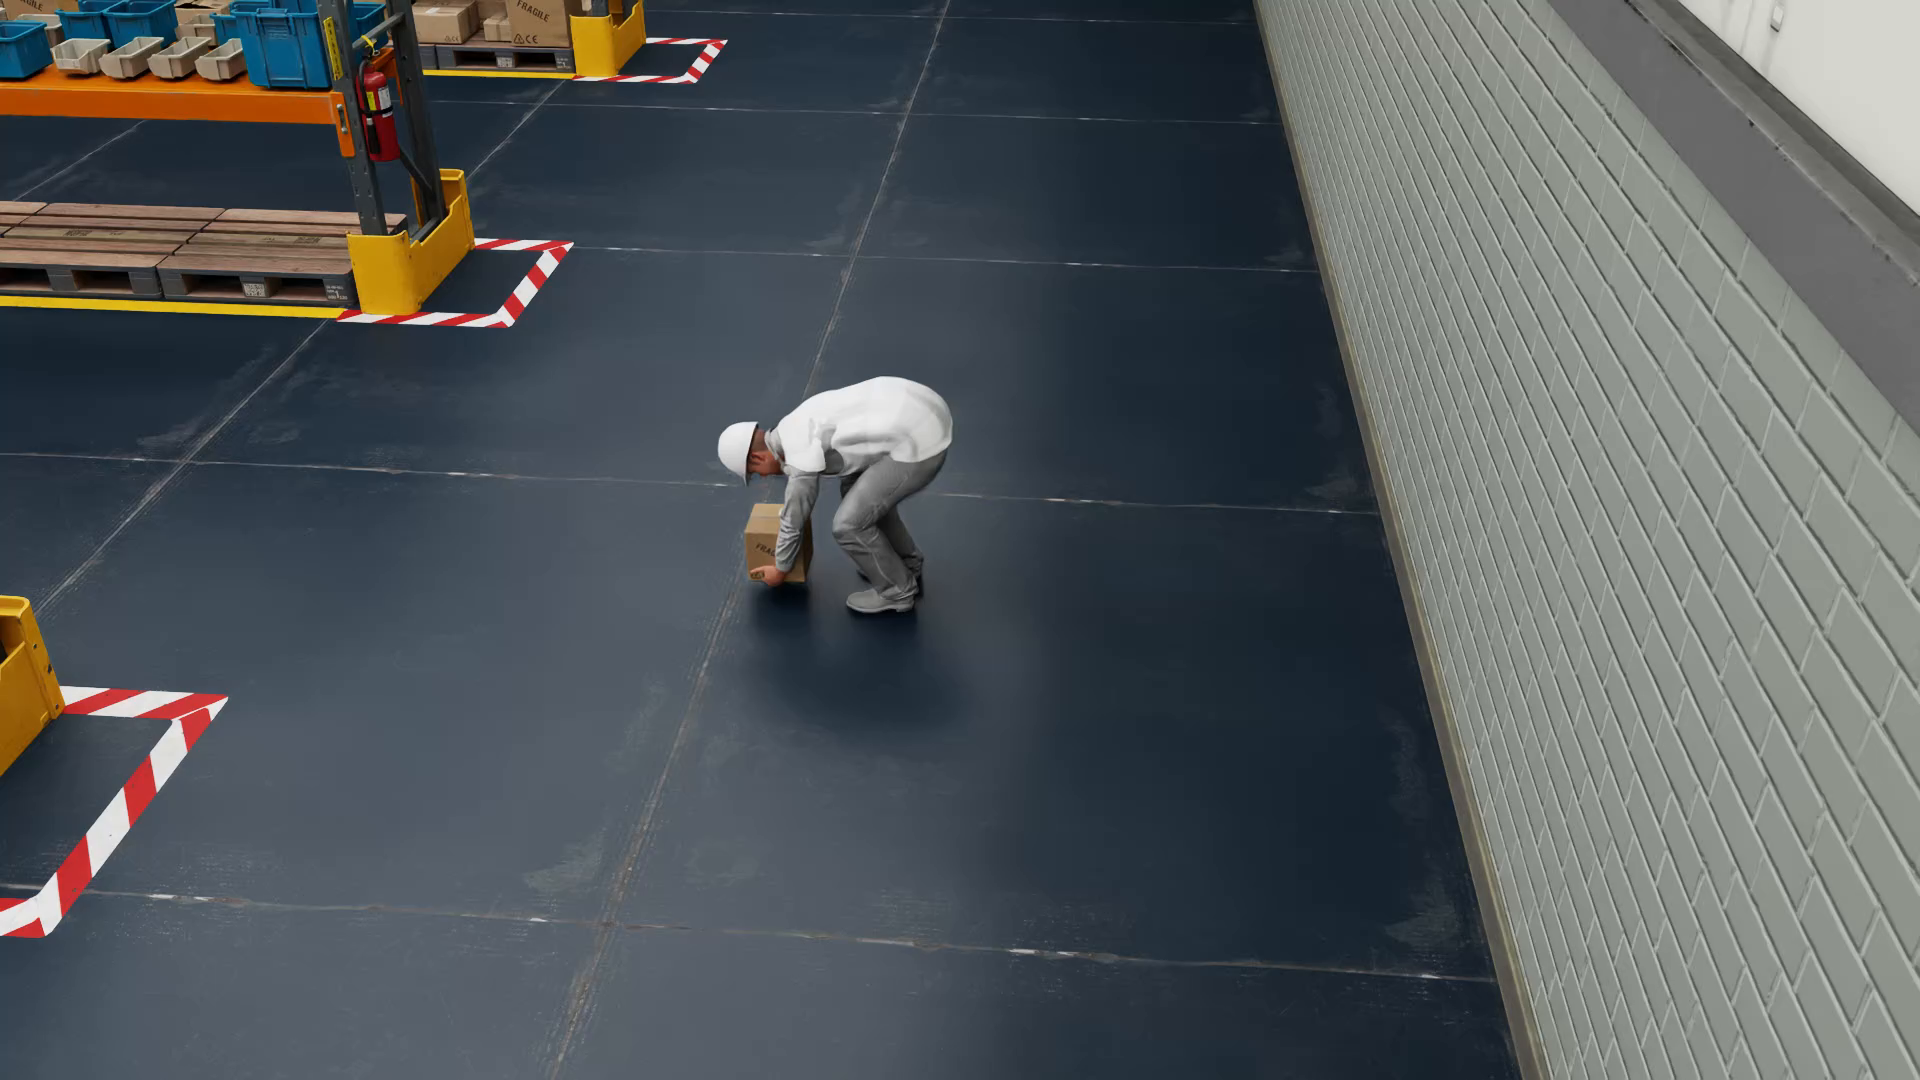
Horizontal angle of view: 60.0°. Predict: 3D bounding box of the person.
[{"bbox_3d":[-0.530,-0.211,7.170,1.000,1.015,0.503,1,32,2],"label":"person"}]
